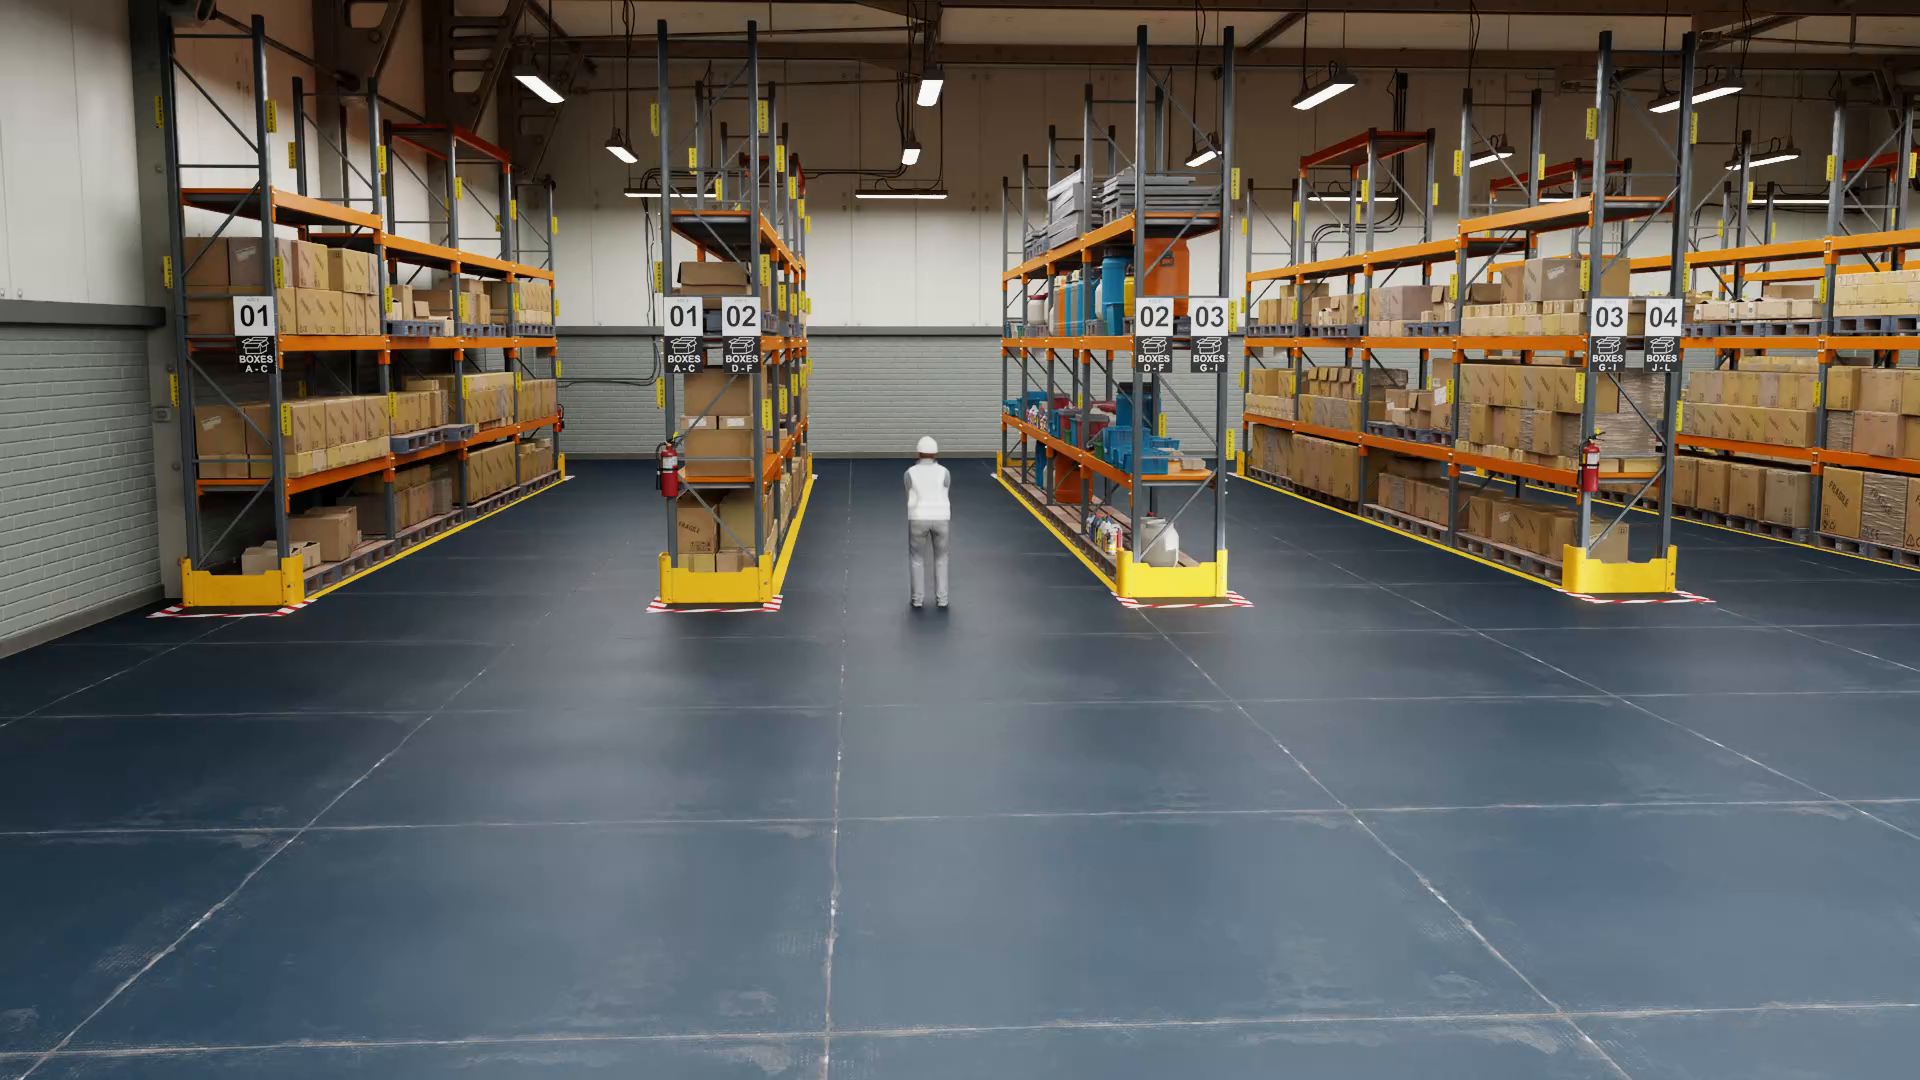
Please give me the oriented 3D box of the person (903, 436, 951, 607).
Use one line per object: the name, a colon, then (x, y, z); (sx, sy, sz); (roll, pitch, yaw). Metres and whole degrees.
person: (-0.340, -0.206, 17.382); (0.481, 1.772, 0.554); (-1, 7, -5)
